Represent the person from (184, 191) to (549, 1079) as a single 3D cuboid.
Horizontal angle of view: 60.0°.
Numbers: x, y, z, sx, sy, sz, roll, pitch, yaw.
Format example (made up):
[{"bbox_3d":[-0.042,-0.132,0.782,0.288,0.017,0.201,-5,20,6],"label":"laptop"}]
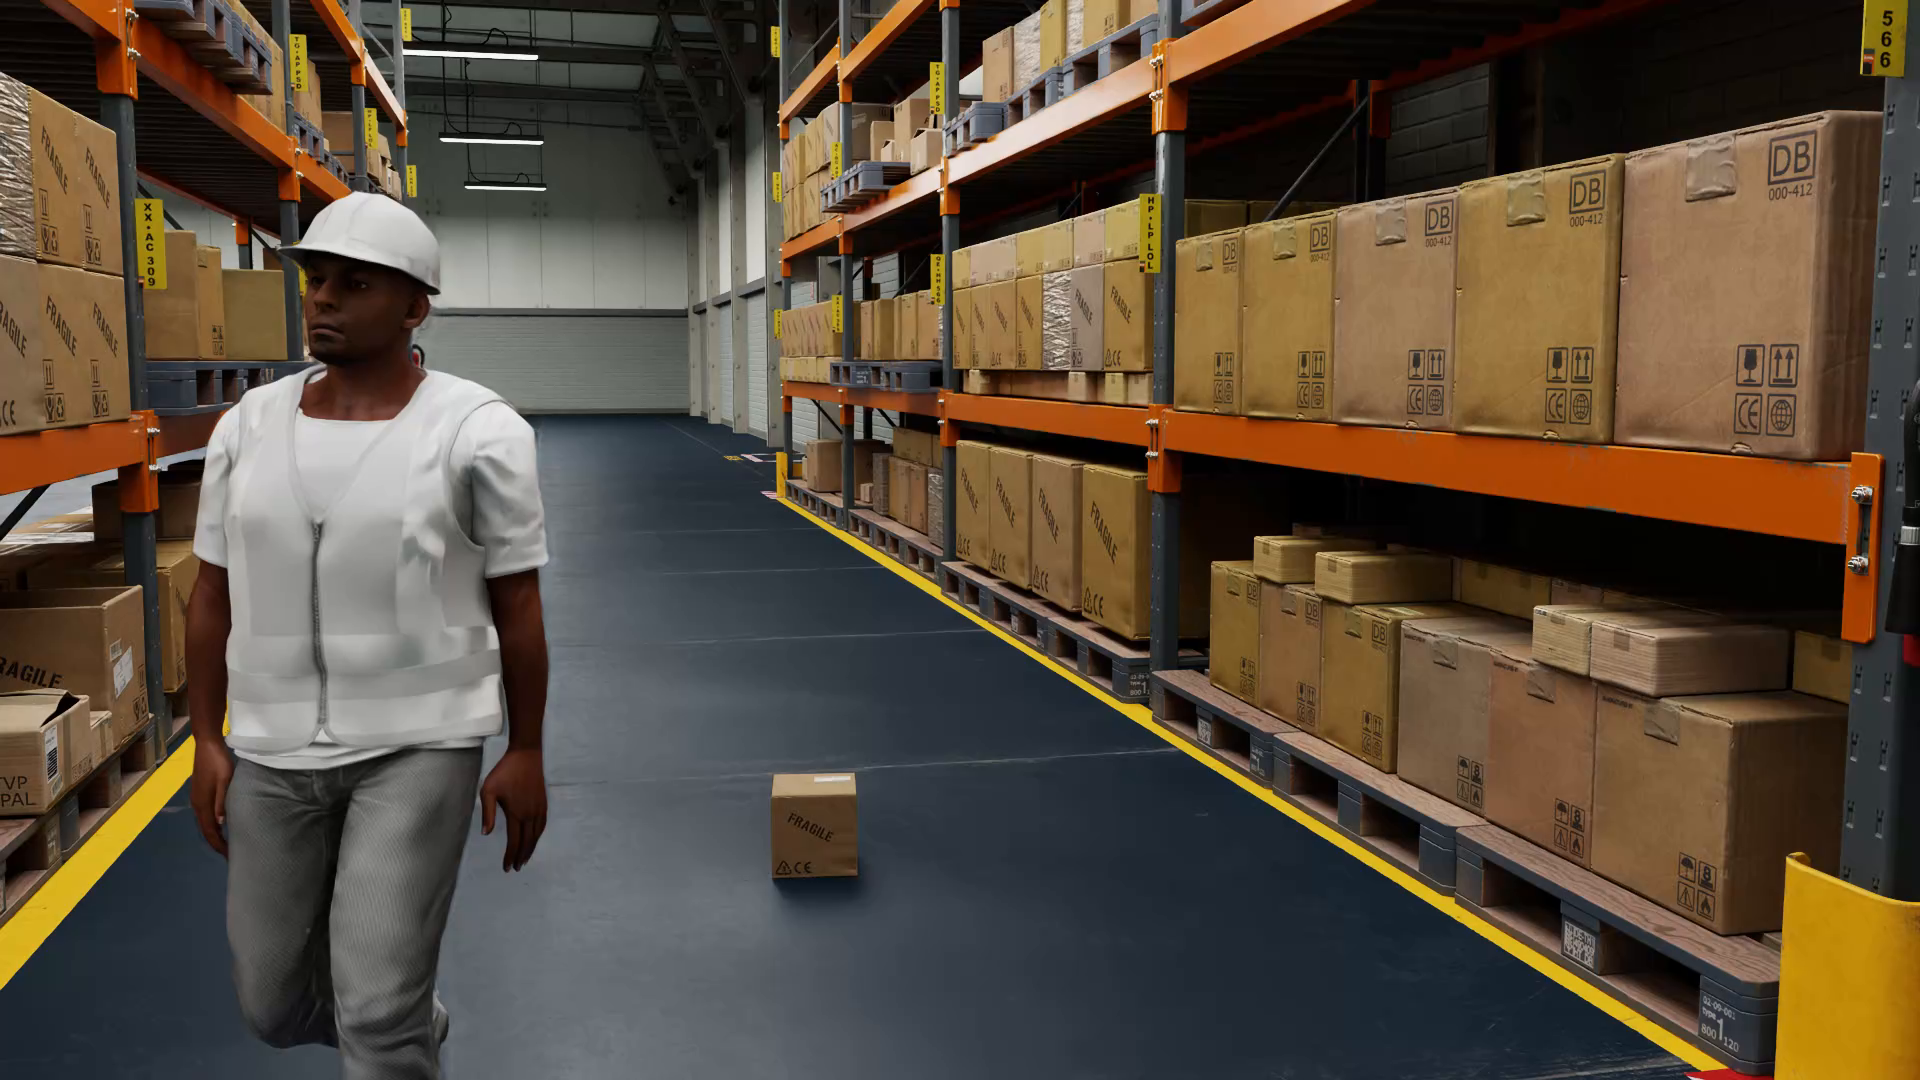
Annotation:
[{"bbox_3d":[-0.961,0.327,2.692,0.577,1.743,0.787,0,6,4],"label":"person"}]
